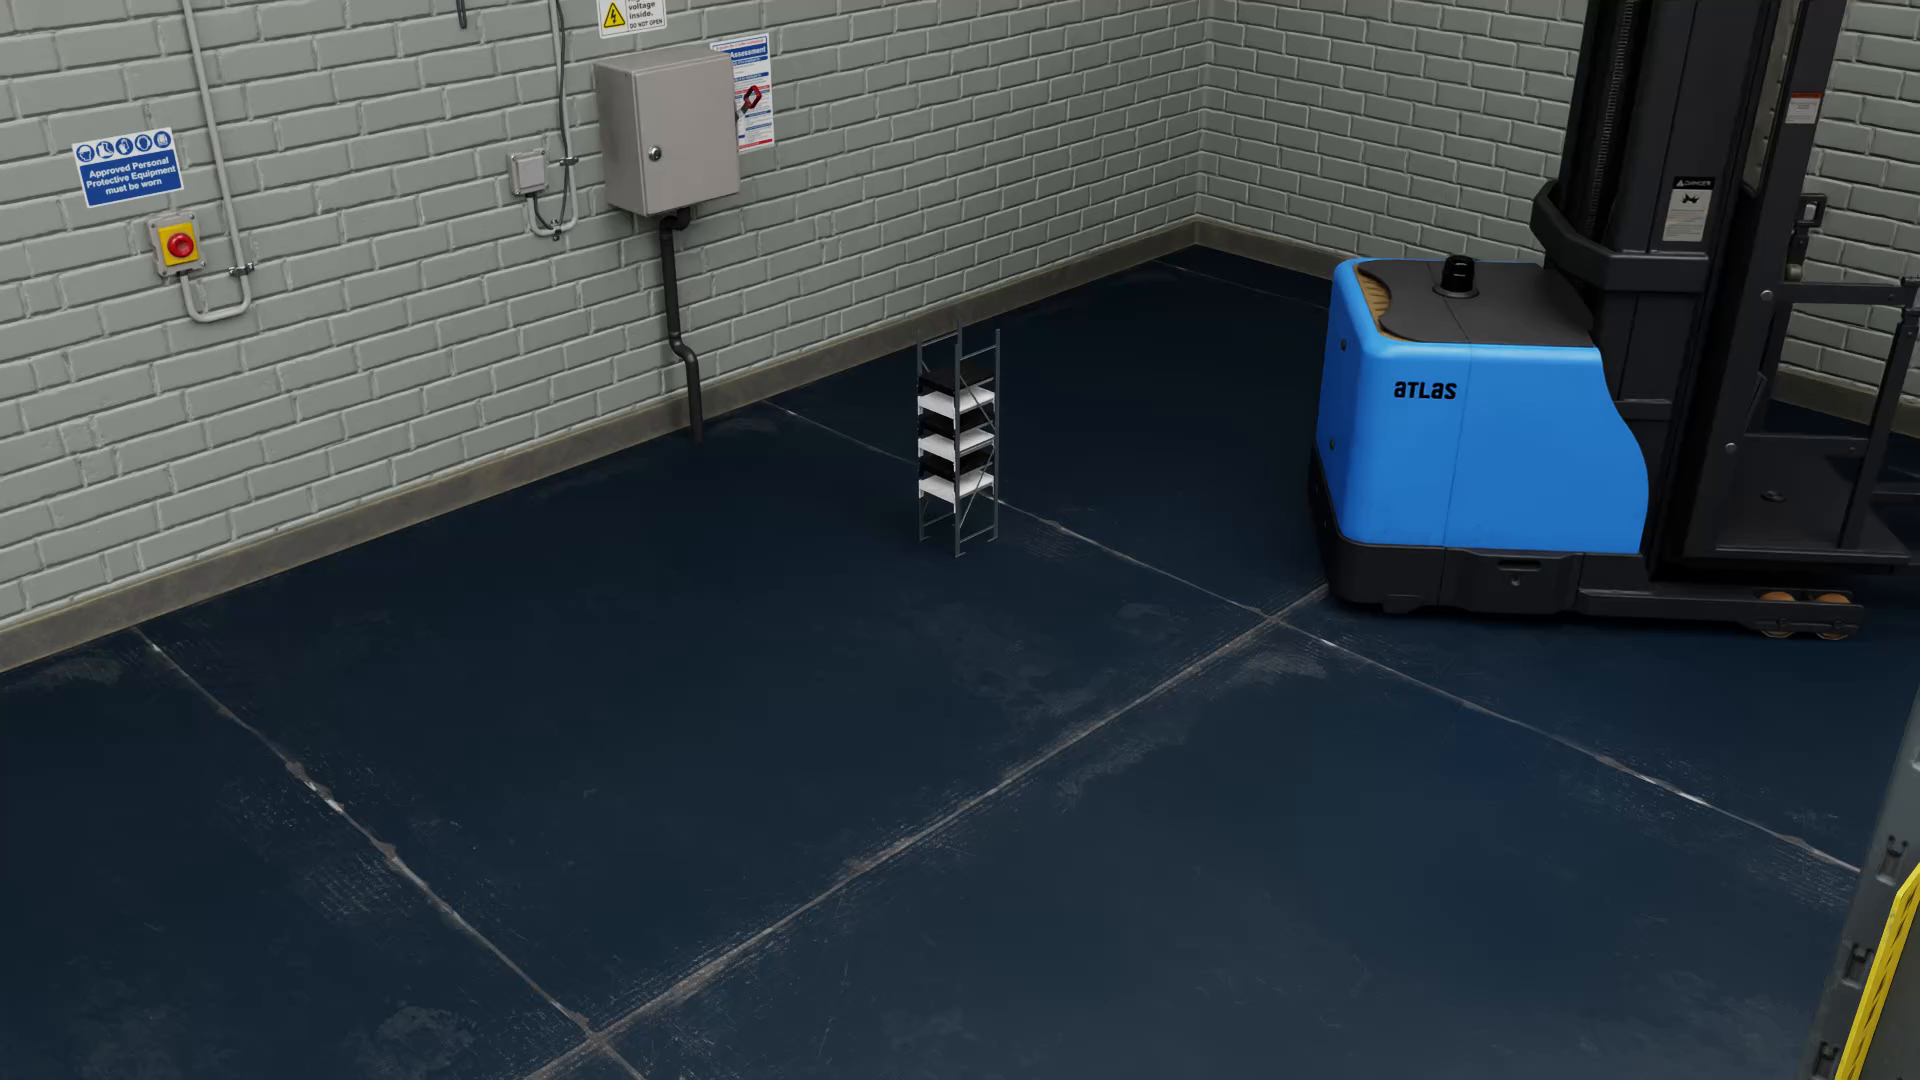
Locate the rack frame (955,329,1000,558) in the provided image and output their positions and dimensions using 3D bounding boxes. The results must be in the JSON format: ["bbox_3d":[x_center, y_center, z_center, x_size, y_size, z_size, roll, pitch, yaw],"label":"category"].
[{"bbox_3d":[0.067,-0.368,6.483,0.006,0.900,0.240,25,36,38],"label":"rack frame"}]

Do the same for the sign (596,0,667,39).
[{"bbox_3d":[-1.350,-2.205,6.833,0.001,0.242,0.339,25,36,38],"label":"sign"}]

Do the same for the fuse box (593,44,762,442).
[{"bbox_3d":[-1.163,-1.220,7.231,0.414,1.711,0.539,25,36,38],"label":"fuse box"}]

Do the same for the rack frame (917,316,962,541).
[{"bbox_3d":[-0.078,-0.434,6.609,0.006,0.900,0.240,25,36,38],"label":"rack frame"}]

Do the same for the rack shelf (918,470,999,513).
[{"bbox_3d":[-0.006,-0.212,6.645,0.200,0.077,0.258,25,36,38],"label":"rack shelf"}]

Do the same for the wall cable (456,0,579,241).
[{"bbox_3d":[-1.754,-2.065,6.362,0.122,1.984,0.588,25,36,38],"label":"wall cable"}]

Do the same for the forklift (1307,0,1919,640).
[{"bbox_3d":[2.935,-1.191,5.866,3.031,2.935,1.130,2,28,4],"label":"forklift"}]

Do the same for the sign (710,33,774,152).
[{"bbox_3d":[-0.965,-1.979,7.394,0.001,0.494,0.329,25,36,38],"label":"sign"}]

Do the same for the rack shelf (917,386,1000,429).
[{"bbox_3d":[-0.006,-0.531,6.477,0.200,0.077,0.258,25,36,38],"label":"rack shelf"}]

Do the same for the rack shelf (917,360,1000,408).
[{"bbox_3d":[-0.006,-0.610,6.435,0.200,0.077,0.258,25,36,38],"label":"rack shelf"}]

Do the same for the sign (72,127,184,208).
[{"bbox_3d":[-2.818,-1.264,5.641,0.001,0.218,0.327,25,36,38],"label":"sign"}]

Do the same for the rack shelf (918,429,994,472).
[{"bbox_3d":[-0.006,-0.371,6.561,0.200,0.077,0.258,25,36,38],"label":"rack shelf"}]

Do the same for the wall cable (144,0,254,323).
[{"bbox_3d":[-2.740,-1.604,5.452,0.123,1.953,0.585,25,36,38],"label":"wall cable"}]

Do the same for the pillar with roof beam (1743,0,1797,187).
[{"bbox_3d":[0.465,-3.362,3.475,0.400,9.000,9.100,25,36,38],"label":"pillar with roof beam"}]

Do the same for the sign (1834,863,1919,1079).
[{"bbox_3d":[0.904,0.456,1.645,0.005,0.325,0.100,25,36,38],"label":"sign"}]

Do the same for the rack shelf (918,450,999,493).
[{"bbox_3d":[-0.006,-0.292,6.603,0.200,0.077,0.258,25,36,38],"label":"rack shelf"}]

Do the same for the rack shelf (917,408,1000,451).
[{"bbox_3d":[-0.006,-0.451,6.519,0.200,0.077,0.258,25,36,38],"label":"rack shelf"}]

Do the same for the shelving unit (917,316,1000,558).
[{"bbox_3d":[-0.006,-0.401,6.546,0.210,0.900,0.258,25,36,38],"label":"shelving unit"}]
